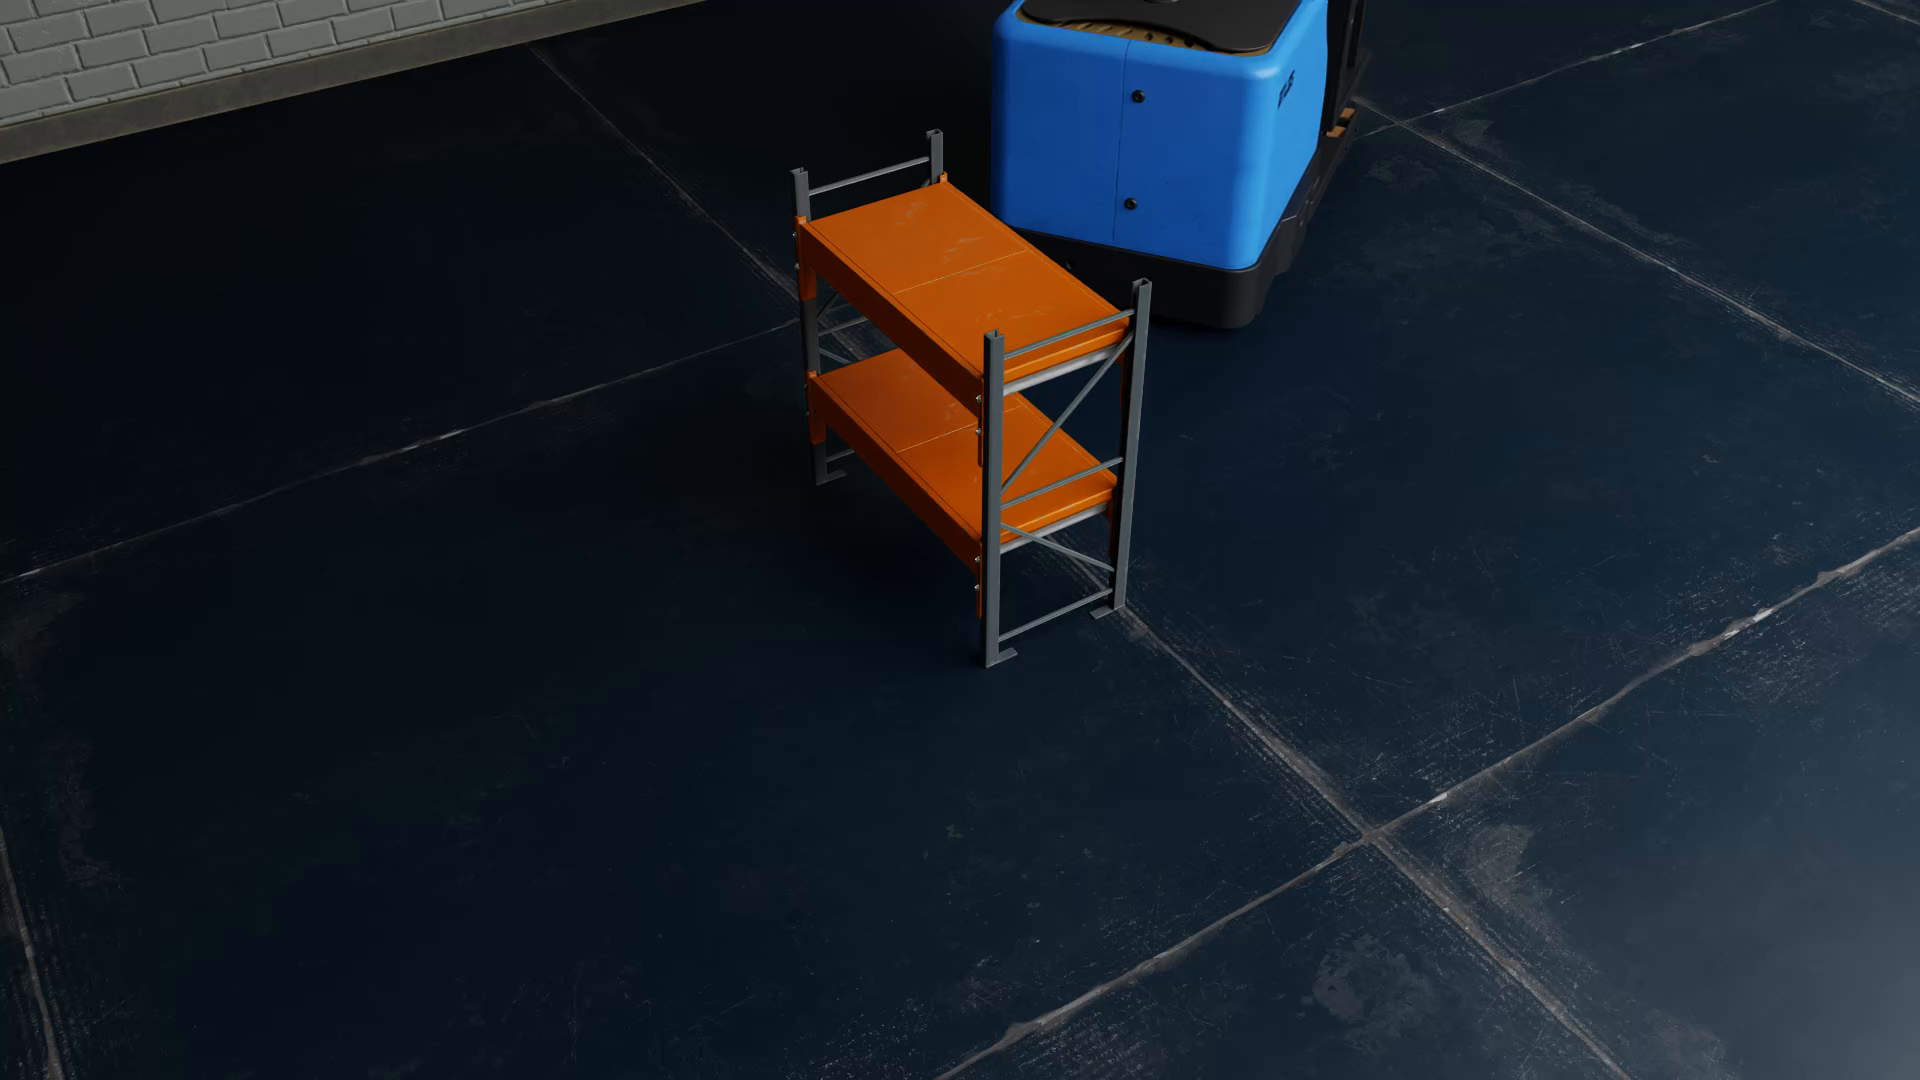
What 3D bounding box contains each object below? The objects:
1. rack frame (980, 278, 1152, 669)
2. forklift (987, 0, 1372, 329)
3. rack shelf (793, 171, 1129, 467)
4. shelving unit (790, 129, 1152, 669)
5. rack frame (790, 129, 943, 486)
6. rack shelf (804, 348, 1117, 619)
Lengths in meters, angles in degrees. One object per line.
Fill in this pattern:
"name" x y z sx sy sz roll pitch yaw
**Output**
"rack frame" 0.277 -0.154 4.556 0.500 1.125 0.032 -22 45 -24
"forklift" 1.121 -2.842 6.371 1.130 2.935 3.031 15 42 17
"rack shelf" 0.004 -0.653 4.698 0.538 0.278 1.000 -22 45 -24
"shelving unit" 0.004 -0.428 4.886 0.538 1.125 1.048 -22 45 -24
"rack frame" -0.270 -0.703 5.215 0.500 1.125 0.032 -22 45 -24
"rack shelf" 0.004 -0.241 5.042 0.538 0.278 1.000 -22 45 -24
